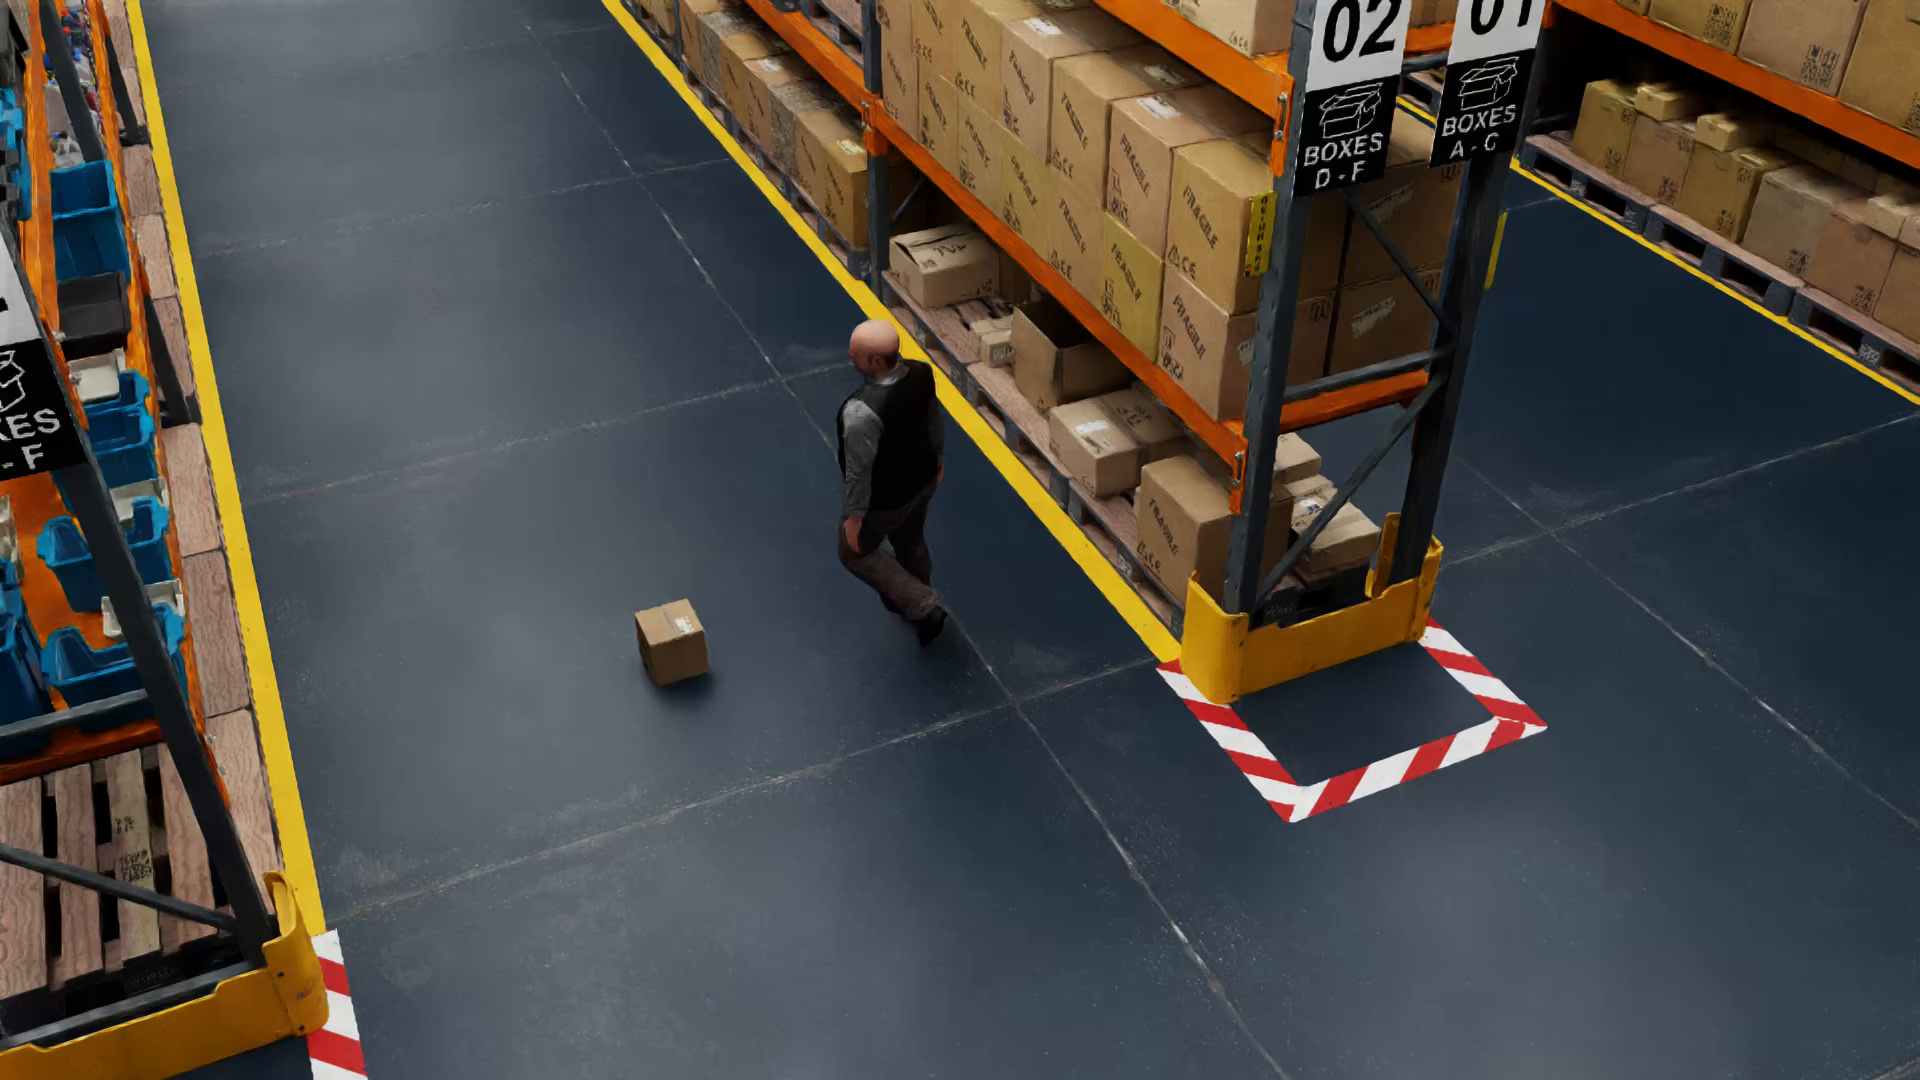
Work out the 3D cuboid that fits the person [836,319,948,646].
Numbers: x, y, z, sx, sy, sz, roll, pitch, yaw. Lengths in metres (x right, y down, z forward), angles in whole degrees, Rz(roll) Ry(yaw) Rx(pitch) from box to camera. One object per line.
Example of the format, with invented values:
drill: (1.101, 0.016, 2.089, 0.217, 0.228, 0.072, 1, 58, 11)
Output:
person: (-0.271, -0.223, 7.158, 0.538, 1.701, 0.633, 24, 43, 29)
